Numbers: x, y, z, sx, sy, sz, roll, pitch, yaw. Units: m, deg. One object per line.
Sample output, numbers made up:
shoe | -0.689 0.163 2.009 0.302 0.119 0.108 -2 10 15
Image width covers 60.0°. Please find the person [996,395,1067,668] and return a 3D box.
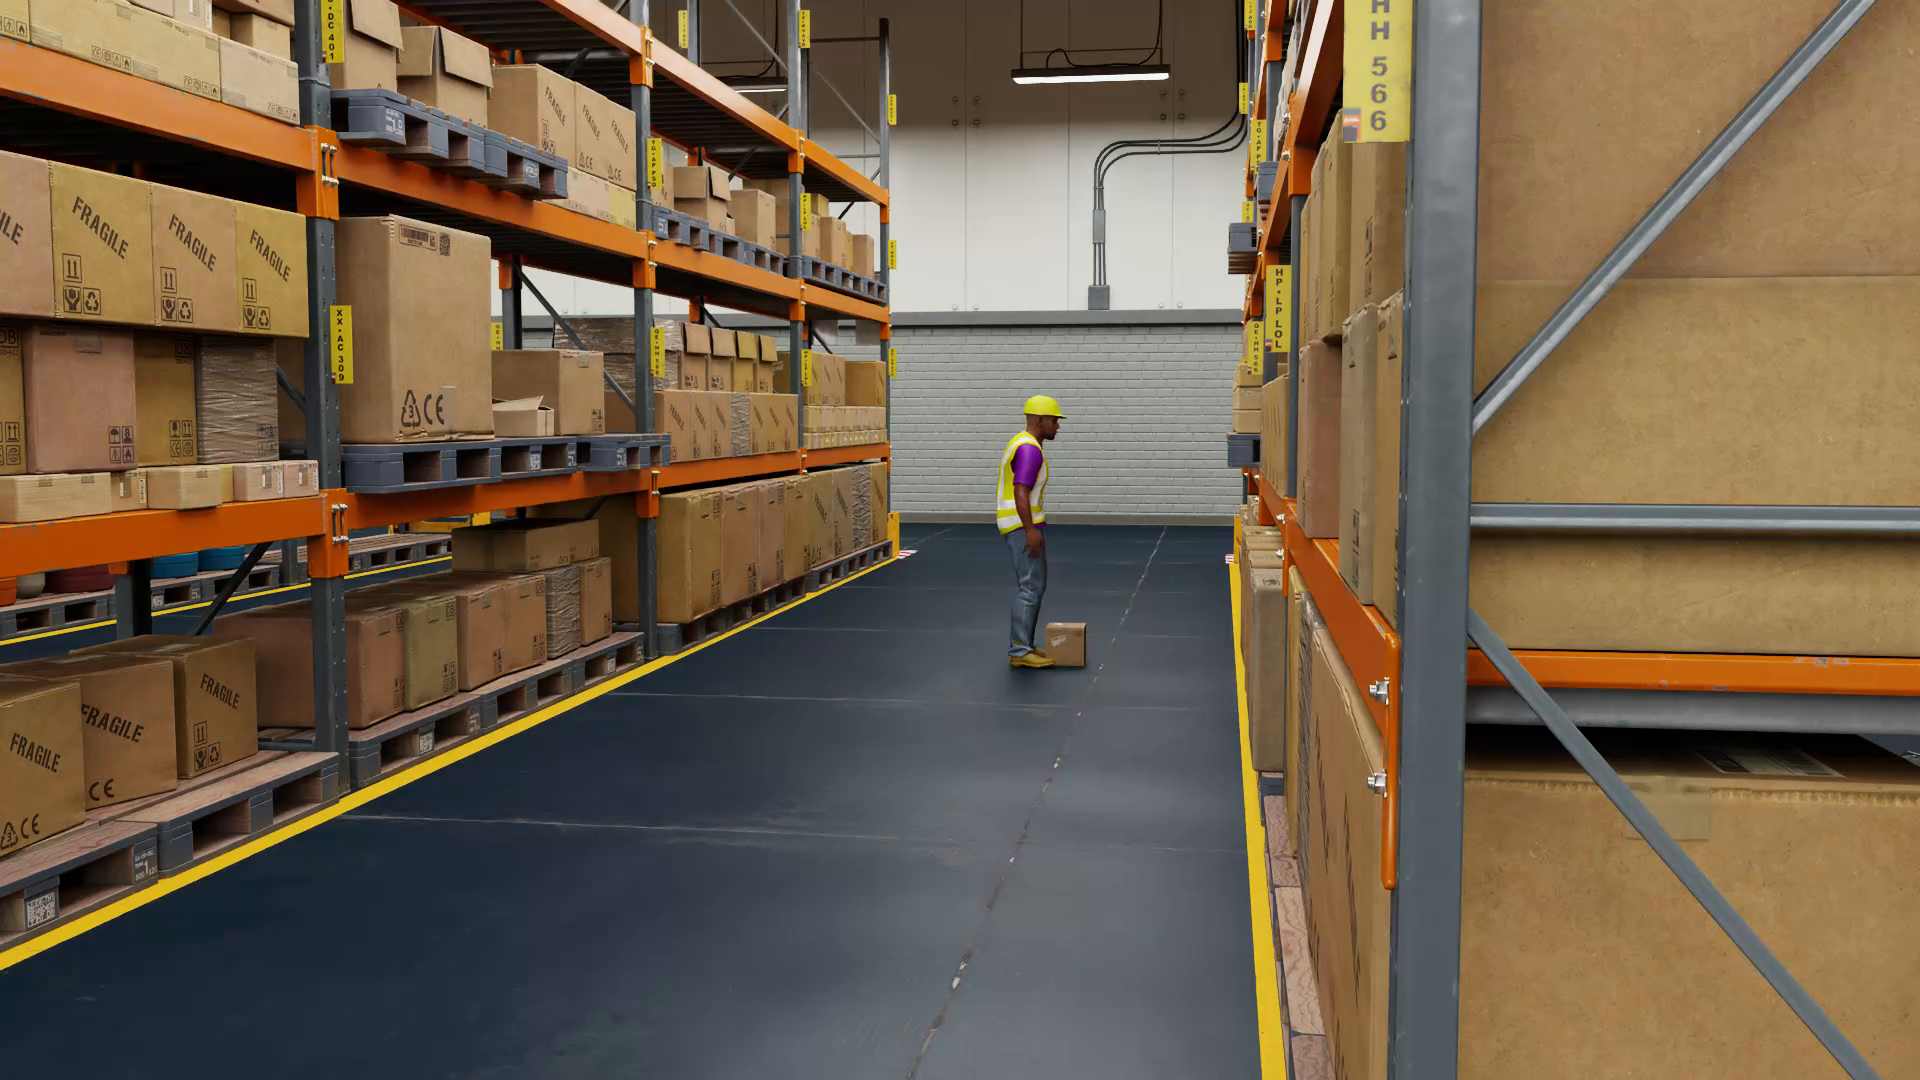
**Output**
person | 0.468 -0.068 10.915 0.462 1.759 0.632 0 4 5
